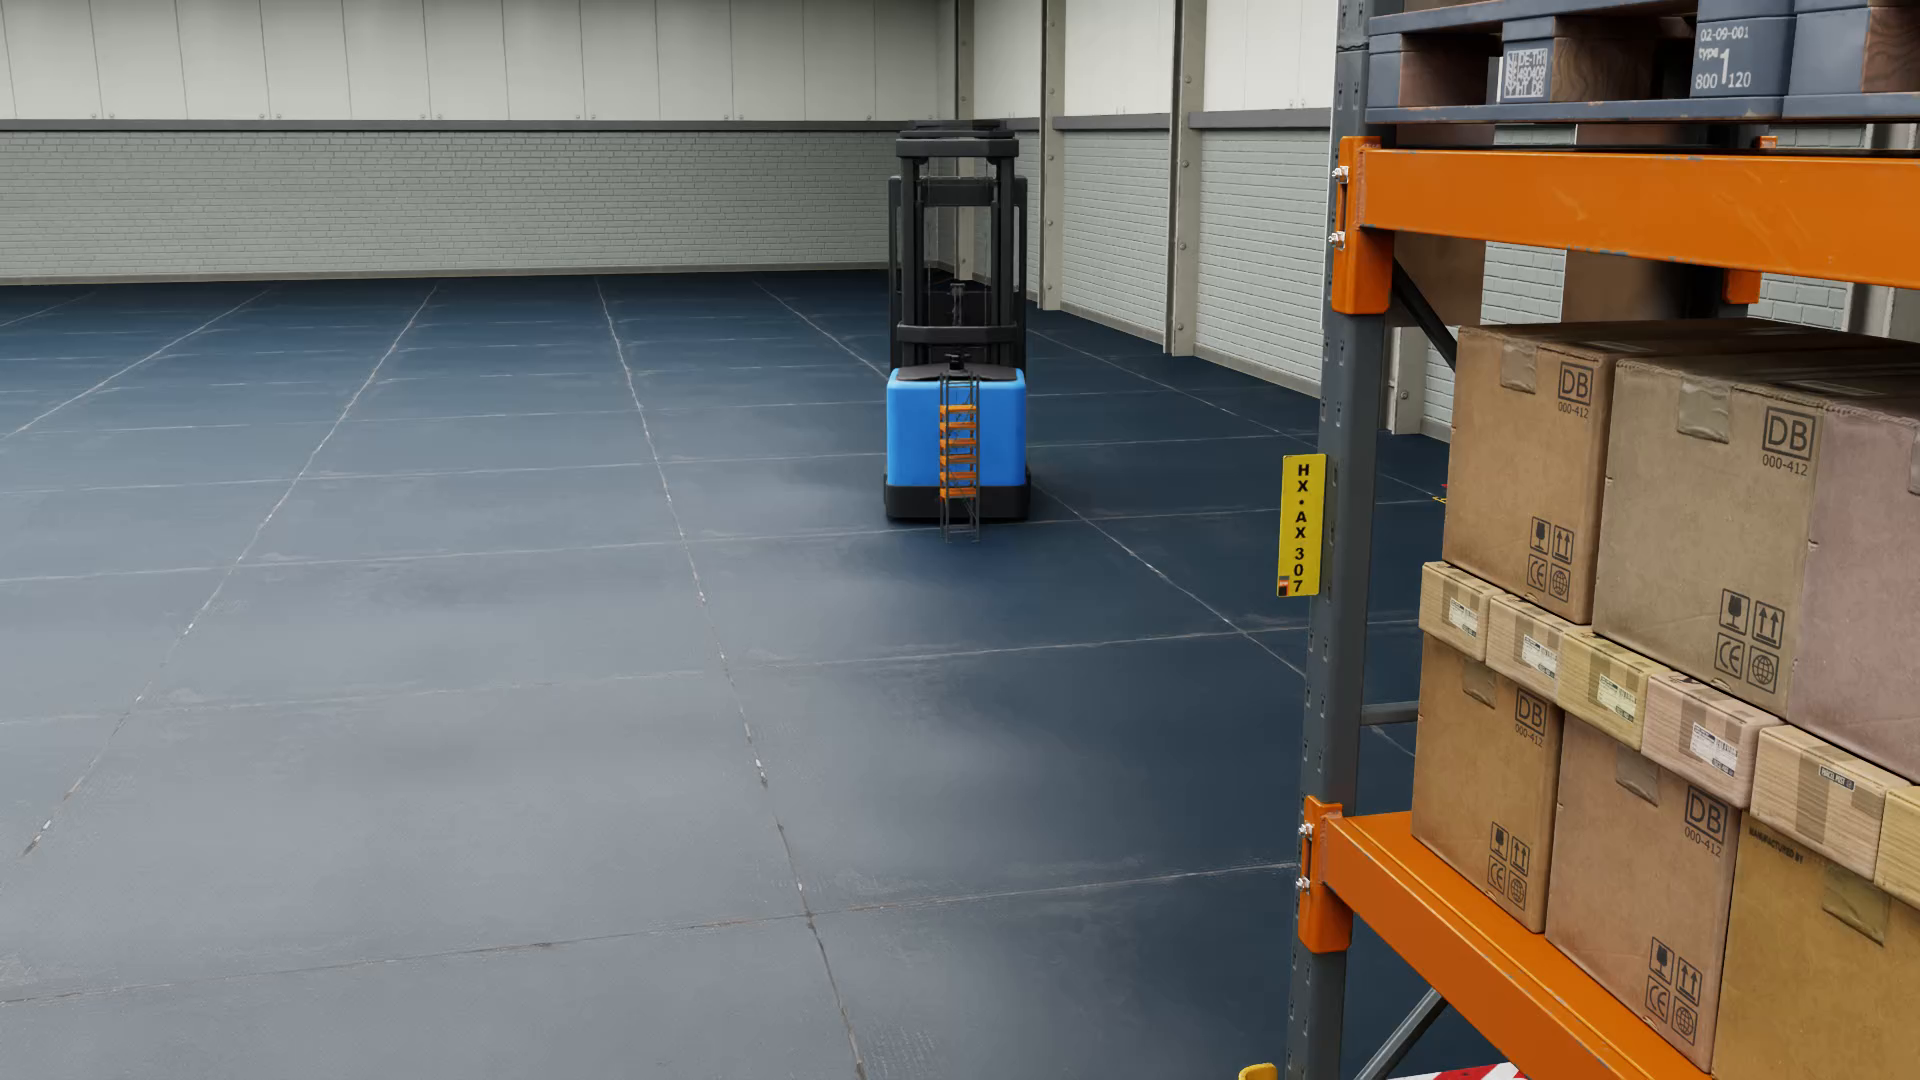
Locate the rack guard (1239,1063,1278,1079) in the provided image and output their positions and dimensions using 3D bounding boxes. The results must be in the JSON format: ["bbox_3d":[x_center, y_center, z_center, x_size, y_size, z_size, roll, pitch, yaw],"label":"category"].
[{"bbox_3d":[1.304,1.606,4.298,1.175,0.500,0.348,-3,14,-13],"label":"rack guard"}]

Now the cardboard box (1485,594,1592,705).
[{"bbox_3d":[1.257,0.197,3.222,0.380,0.149,0.250,-4,14,-15],"label":"cardboard box"}]

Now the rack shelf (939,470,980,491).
[{"bbox_3d":[-0.003,-0.426,11.837,0.258,0.103,0.180,-3,14,-13],"label":"rack shelf"}]

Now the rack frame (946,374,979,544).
[{"bbox_3d":[0.018,-0.565,11.712,0.240,1.200,0.006,-3,14,-13],"label":"rack frame"}]

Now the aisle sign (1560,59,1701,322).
[{"bbox_3d":[1.580,-0.897,3.800,0.394,0.787,0.004,-3,14,-13],"label":"aisle sign"}]

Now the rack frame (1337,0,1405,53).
[{"bbox_3d":[1.310,-2.517,3.267,1.000,3.000,0.127,-3,14,-13],"label":"rack frame"}]

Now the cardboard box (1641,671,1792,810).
[{"bbox_3d":[1.372,0.313,2.747,0.380,0.149,0.250,-4,14,-14],"label":"cardboard box"}]

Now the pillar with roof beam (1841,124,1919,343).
[{"bbox_3d":[1.535,-3.825,8.620,9.100,9.000,0.400,-3,14,-13],"label":"pillar with roof beam"}]

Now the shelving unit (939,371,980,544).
[{"bbox_3d":[-0.003,-0.586,11.798,0.258,1.200,0.189,-3,14,-13],"label":"shelving unit"}]

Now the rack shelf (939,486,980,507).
[{"bbox_3d":[-0.003,-0.310,11.866,0.258,0.103,0.180,-3,14,-13],"label":"rack shelf"}]

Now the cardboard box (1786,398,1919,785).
[{"bbox_3d":[1.667,0.077,2.348,0.700,0.500,0.500,-3,14,-13],"label":"cardboard box"}]

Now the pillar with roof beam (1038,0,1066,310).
[{"bbox_3d":[-2.692,-7.977,25.617,9.100,9.000,0.400,-3,14,-13],"label":"pillar with roof beam"}]

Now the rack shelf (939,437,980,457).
[{"bbox_3d":[-0.003,-0.660,11.780,0.258,0.103,0.180,-3,14,-13],"label":"rack shelf"}]

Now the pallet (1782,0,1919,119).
[{"bbox_3d":[1.741,-0.570,1.806,1.003,0.211,1.213,-3,14,-13],"label":"pallet"}]

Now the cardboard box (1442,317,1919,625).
[{"bbox_3d":[1.419,-0.160,3.319,0.700,0.500,0.500,-3,14,-13],"label":"cardboard box"}]

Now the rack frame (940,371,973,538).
[{"bbox_3d":[-0.025,-0.607,11.885,0.240,1.200,0.006,-3,14,-13],"label":"rack frame"}]

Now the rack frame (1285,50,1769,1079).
[{"bbox_3d":[1.310,0.398,3.979,1.000,3.000,0.127,-3,14,-13],"label":"rack frame"}]

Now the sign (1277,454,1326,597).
[{"bbox_3d":[0.769,-0.032,3.746,0.100,0.325,0.005,-3,14,-13],"label":"sign"}]

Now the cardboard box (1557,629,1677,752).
[{"bbox_3d":[1.314,0.255,2.986,0.380,0.149,0.250,-3,14,-13],"label":"cardboard box"}]

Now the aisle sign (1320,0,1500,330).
[{"bbox_3d":[0.997,-0.863,3.663,0.394,0.787,0.004,-3,14,-13],"label":"aisle sign"}]

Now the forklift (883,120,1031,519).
[{"bbox_3d":[-0.015,-1.876,13.430,1.130,2.935,3.031,0,14,0],"label":"forklift"}]

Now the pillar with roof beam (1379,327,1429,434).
[{"bbox_3d":[0.126,-5.209,14.286,9.100,9.000,0.400,-3,14,-13],"label":"pillar with roof beam"}]

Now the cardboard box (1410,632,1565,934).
[{"bbox_3d":[1.407,0.458,3.523,0.700,0.500,0.500,-3,14,-13],"label":"cardboard box"}]

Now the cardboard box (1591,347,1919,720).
[{"bbox_3d":[1.548,-0.039,2.824,0.700,0.500,0.500,-4,14,-15],"label":"cardboard box"}]

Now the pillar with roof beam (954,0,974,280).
[{"bbox_3d":[-4.101,-9.361,31.283,9.100,9.000,0.400,-3,14,-13],"label":"pillar with roof beam"}]

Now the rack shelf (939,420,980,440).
[{"bbox_3d":[-0.003,-0.776,11.752,0.258,0.103,0.180,-3,14,-13],"label":"rack shelf"}]

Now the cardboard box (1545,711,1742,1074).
[{"bbox_3d":[1.535,0.578,3.029,0.700,0.500,0.500,-3,14,-12],"label":"cardboard box"}]

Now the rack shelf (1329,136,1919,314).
[{"bbox_3d":[1.779,-0.249,1.820,1.077,0.370,4.000,-3,14,-13],"label":"rack shelf"}]

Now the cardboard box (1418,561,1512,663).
[{"bbox_3d":[1.193,0.137,3.471,0.380,0.149,0.250,-3,14,-14],"label":"cardboard box"}]

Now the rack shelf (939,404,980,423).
[{"bbox_3d":[-0.003,-0.893,11.723,0.258,0.103,0.180,-3,14,-13],"label":"rack shelf"}]

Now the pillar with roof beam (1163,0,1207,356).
[{"bbox_3d":[-1.283,-6.593,19.952,9.100,9.000,0.400,-3,14,-13],"label":"pillar with roof beam"}]

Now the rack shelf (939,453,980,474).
[{"bbox_3d":[-0.003,-0.543,11.809,0.258,0.103,0.180,-3,14,-13],"label":"rack shelf"}]

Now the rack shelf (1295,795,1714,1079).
[{"bbox_3d":[1.779,1.209,2.176,1.077,0.370,4.000,-3,14,-13],"label":"rack shelf"}]

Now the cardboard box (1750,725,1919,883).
[{"bbox_3d":[1.437,0.375,2.496,0.380,0.149,0.250,-4,14,-15],"label":"cardboard box"}]

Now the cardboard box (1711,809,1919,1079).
[{"bbox_3d":[1.646,0.693,2.558,0.700,0.500,0.500,-3,14,-13],"label":"cardboard box"}]

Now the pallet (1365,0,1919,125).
[{"bbox_3d":[1.451,-0.852,2.960,1.003,0.211,1.213,-3,14,-13],"label":"pallet"}]

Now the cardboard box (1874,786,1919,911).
[{"bbox_3d":[1.497,0.434,2.255,0.380,0.149,0.250,-3,14,-14],"label":"cardboard box"}]
